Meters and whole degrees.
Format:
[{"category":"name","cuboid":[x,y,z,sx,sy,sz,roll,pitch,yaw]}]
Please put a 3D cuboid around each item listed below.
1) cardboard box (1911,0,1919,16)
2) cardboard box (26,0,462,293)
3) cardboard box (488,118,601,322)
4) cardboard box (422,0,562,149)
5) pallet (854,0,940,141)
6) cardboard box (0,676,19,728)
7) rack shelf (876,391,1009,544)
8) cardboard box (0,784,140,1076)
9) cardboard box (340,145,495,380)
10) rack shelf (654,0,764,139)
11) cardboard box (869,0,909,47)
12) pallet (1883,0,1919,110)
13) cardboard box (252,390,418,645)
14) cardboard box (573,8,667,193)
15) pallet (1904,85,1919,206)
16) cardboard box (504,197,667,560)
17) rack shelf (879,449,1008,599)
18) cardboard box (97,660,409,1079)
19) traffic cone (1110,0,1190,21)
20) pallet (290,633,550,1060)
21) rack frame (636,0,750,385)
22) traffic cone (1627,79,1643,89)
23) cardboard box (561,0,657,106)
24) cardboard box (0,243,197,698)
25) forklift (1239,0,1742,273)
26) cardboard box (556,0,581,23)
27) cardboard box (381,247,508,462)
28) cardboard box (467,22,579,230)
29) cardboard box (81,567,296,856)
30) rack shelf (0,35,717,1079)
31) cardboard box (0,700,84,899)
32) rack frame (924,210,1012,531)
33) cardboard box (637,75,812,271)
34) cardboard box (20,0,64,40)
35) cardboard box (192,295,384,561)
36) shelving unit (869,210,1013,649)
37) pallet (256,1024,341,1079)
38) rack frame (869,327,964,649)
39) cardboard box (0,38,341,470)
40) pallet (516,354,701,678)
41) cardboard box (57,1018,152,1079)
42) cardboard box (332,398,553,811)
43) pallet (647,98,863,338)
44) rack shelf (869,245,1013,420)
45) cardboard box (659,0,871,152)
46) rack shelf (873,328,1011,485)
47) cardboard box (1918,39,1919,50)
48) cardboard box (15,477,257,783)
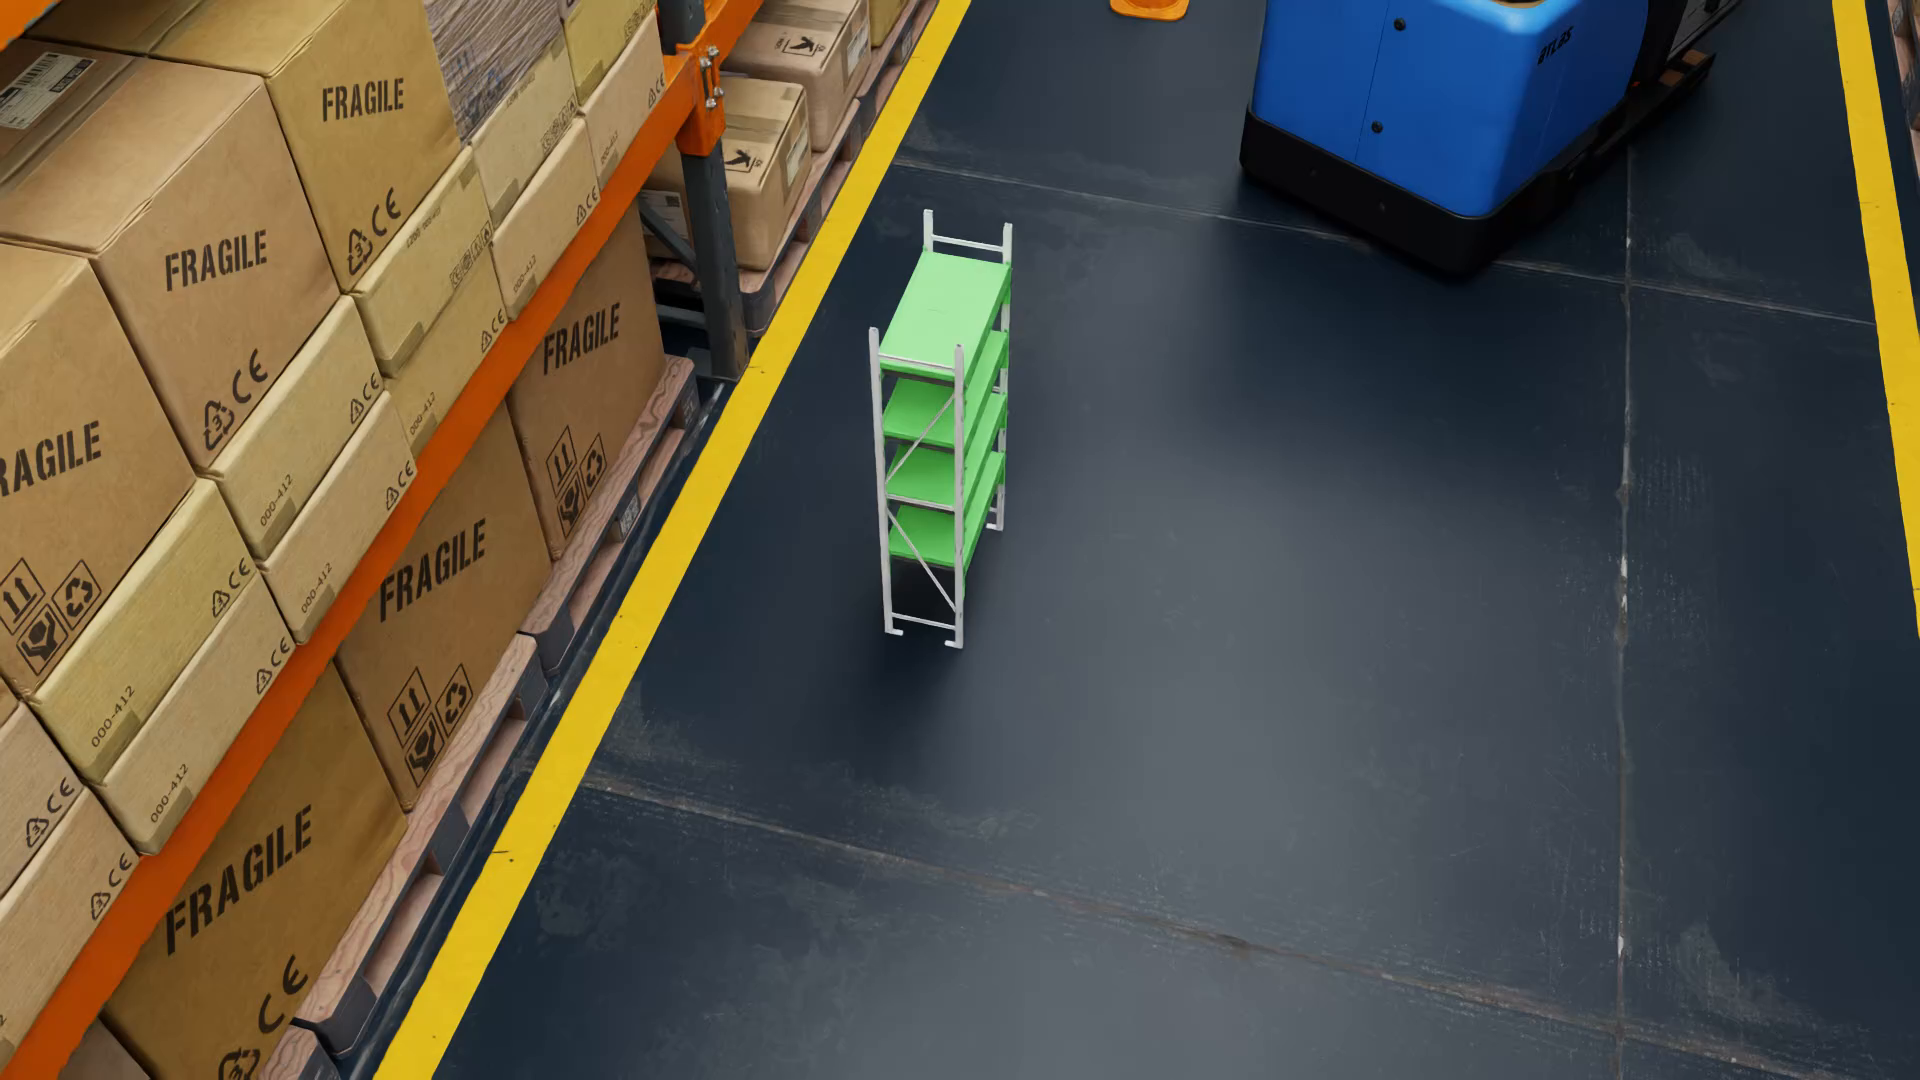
[{"category":"cardboard box","cuboid":[4.548,-2.587,6.753,1.050,0.750,0.750,11,50,10]},{"category":"cardboard box","cuboid":[-1.378,-0.877,3.290,0.500,0.500,0.500,12,50,10]},{"category":"cardboard box","cuboid":[-1.232,-0.830,4.082,0.500,0.250,0.500,12,50,11]},{"category":"cardboard box","cuboid":[-1.241,-1.235,3.606,0.500,0.500,0.500,12,50,11]},{"category":"pallet","cuboid":[-0.700,-2.191,7.043,1.003,0.211,1.213,12,50,10]},{"category":"cardboard box","cuboid":[-1.783,0.225,2.317,0.500,0.500,0.500,11,50,10]},{"category":"rack shelf","cuboid":[-0.044,-0.235,4.742,0.258,0.148,0.480,12,50,10]},{"category":"cardboard box","cuboid":[-1.778,0.633,2.791,0.500,0.250,0.500,10,49,9]},{"category":"cardboard box","cuboid":[-1.359,-0.639,3.580,0.500,0.250,0.500,10,49,9]},{"category":"rack shelf","cuboid":[-0.704,-2.878,6.269,1.077,0.370,4.000,12,50,10]},{"category":"cardboard box","cuboid":[-0.680,-2.428,6.865,0.950,0.372,0.625,13,50,11]},{"category":"pallet","cuboid":[4.494,-2.163,7.018,1.003,0.211,1.213,12,50,10]},{"category":"cardboard box","cuboid":[-1.487,-0.095,3.433,0.500,0.250,0.500,11,49,9]},{"category":"cardboard box","cuboid":[-1.113,-1.203,4.411,0.500,0.250,0.500,10,49,9]},{"category":"pallet","cuboid":[4.175,-1.278,6.237,1.003,0.211,1.213,12,50,10]},{"category":"cardboard box","cuboid":[-1.492,-0.622,4.935,0.875,0.875,0.875,11,50,10]},{"category":"rack shelf","cuboid":[-0.044,-0.076,4.922,0.258,0.148,0.480,12,50,10]},{"category":"cardboard box","cuboid":[-1.967,0.669,3.796,0.875,0.875,0.875,13,50,11]},{"category":"traffic cone","cuboid":[0.847,-2.550,7.192,0.336,0.463,0.334,12,50,10]},{"category":"pallet","cuboid":[-1.833,0.688,4.502,1.003,0.211,1.213,12,50,10]},{"category":"rack frame","cuboid":[-1.230,-1.669,4.723,1.000,3.000,0.127,12,50,10]},{"category":"traffic cone","cuboid":[2.815,-2.147,6.837,0.336,0.463,0.334,12,50,10]},{"category":"cardboard box","cuboid":[-1.112,-1.385,4.238,0.500,0.250,0.500,11,50,10]},{"category":"cardboard box","cuboid":[-1.648,-0.137,2.637,0.500,0.500,0.500,10,49,9]},{"category":"forklift","cuboid":[2.454,-2.953,5.902,1.130,2.935,3.031,35,57,27]},{"category":"cardboard box","cuboid":[-1.114,-1.608,3.935,0.500,0.500,0.500,10,49,9]},{"category":"cardboard box","cuboid":[-1.380,-0.469,3.763,0.500,0.250,0.500,11,50,10]},{"category":"cardboard box","cuboid":[-1.244,-1.013,3.910,0.500,0.250,0.500,10,49,9]},{"category":"cardboard box","cuboid":[-1.627,0.265,3.115,0.500,0.250,0.500,11,50,10]},{"category":"rack shelf","cuboid":[-1.757,0.015,3.716,1.077,0.370,4.000,12,50,10]},{"category":"cardboard box","cuboid":[-1.785,0.463,2.607,0.500,0.250,0.500,12,50,11]},{"category":"rack frame","cuboid":[0.021,-0.454,4.850,0.240,1.200,0.015,12,50,10]},{"category":"cardboard box","cuboid":[-1.072,-1.345,5.909,0.950,0.372,0.625,9,49,7]},{"category":"cardboard box","cuboid":[-1.868,-0.993,3.392,0.500,0.500,0.500,13,50,11]},{"category":"cardboard box","cuboid":[-1.495,-0.263,3.248,0.500,0.250,0.500,10,49,9]},{"category":"shelving unit","cuboid":[-0.044,-0.277,4.694,0.258,1.200,0.503,12,50,10]},{"category":"pallet","cuboid":[-2.153,1.574,3.720,1.003,0.211,1.213,12,50,10]},{"category":"rack frame","cuboid":[-0.108,-0.101,4.539,0.240,1.200,0.015,12,50,10]},{"category":"cardboard box","cuboid":[-1.518,-0.512,2.968,0.500,0.500,0.500,11,49,9]},{"category":"pallet","cuboid":[-1.510,-0.191,5.278,1.003,0.211,1.213,12,50,10]},{"category":"cardboard box","cuboid":[-2.197,1.324,3.218,0.875,0.875,0.875,13,50,11]},{"category":"cardboard box","cuboid":[-1.731,0.022,4.367,0.875,0.875,0.875,12,50,10]},{"category":"pallet","cuboid":[-1.023,-1.312,6.267,1.003,0.211,1.213,12,50,10]},{"category":"rack shelf","cuboid":[-0.044,-0.553,4.383,0.258,0.148,0.480,12,50,10]},{"category":"cardboard box","cuboid":[-0.885,-1.881,6.382,0.950,0.372,0.625,11,49,9]},{"category":"rack shelf","cuboid":[-0.044,-0.394,4.562,0.258,0.148,0.480,12,50,10]},{"category":"cardboard box","cuboid":[4.291,-1.890,6.138,1.050,0.750,0.750,12,50,10]},{"category":"cardboard box","cuboid":[-1.626,0.103,2.925,0.500,0.250,0.500,12,50,11]}]
